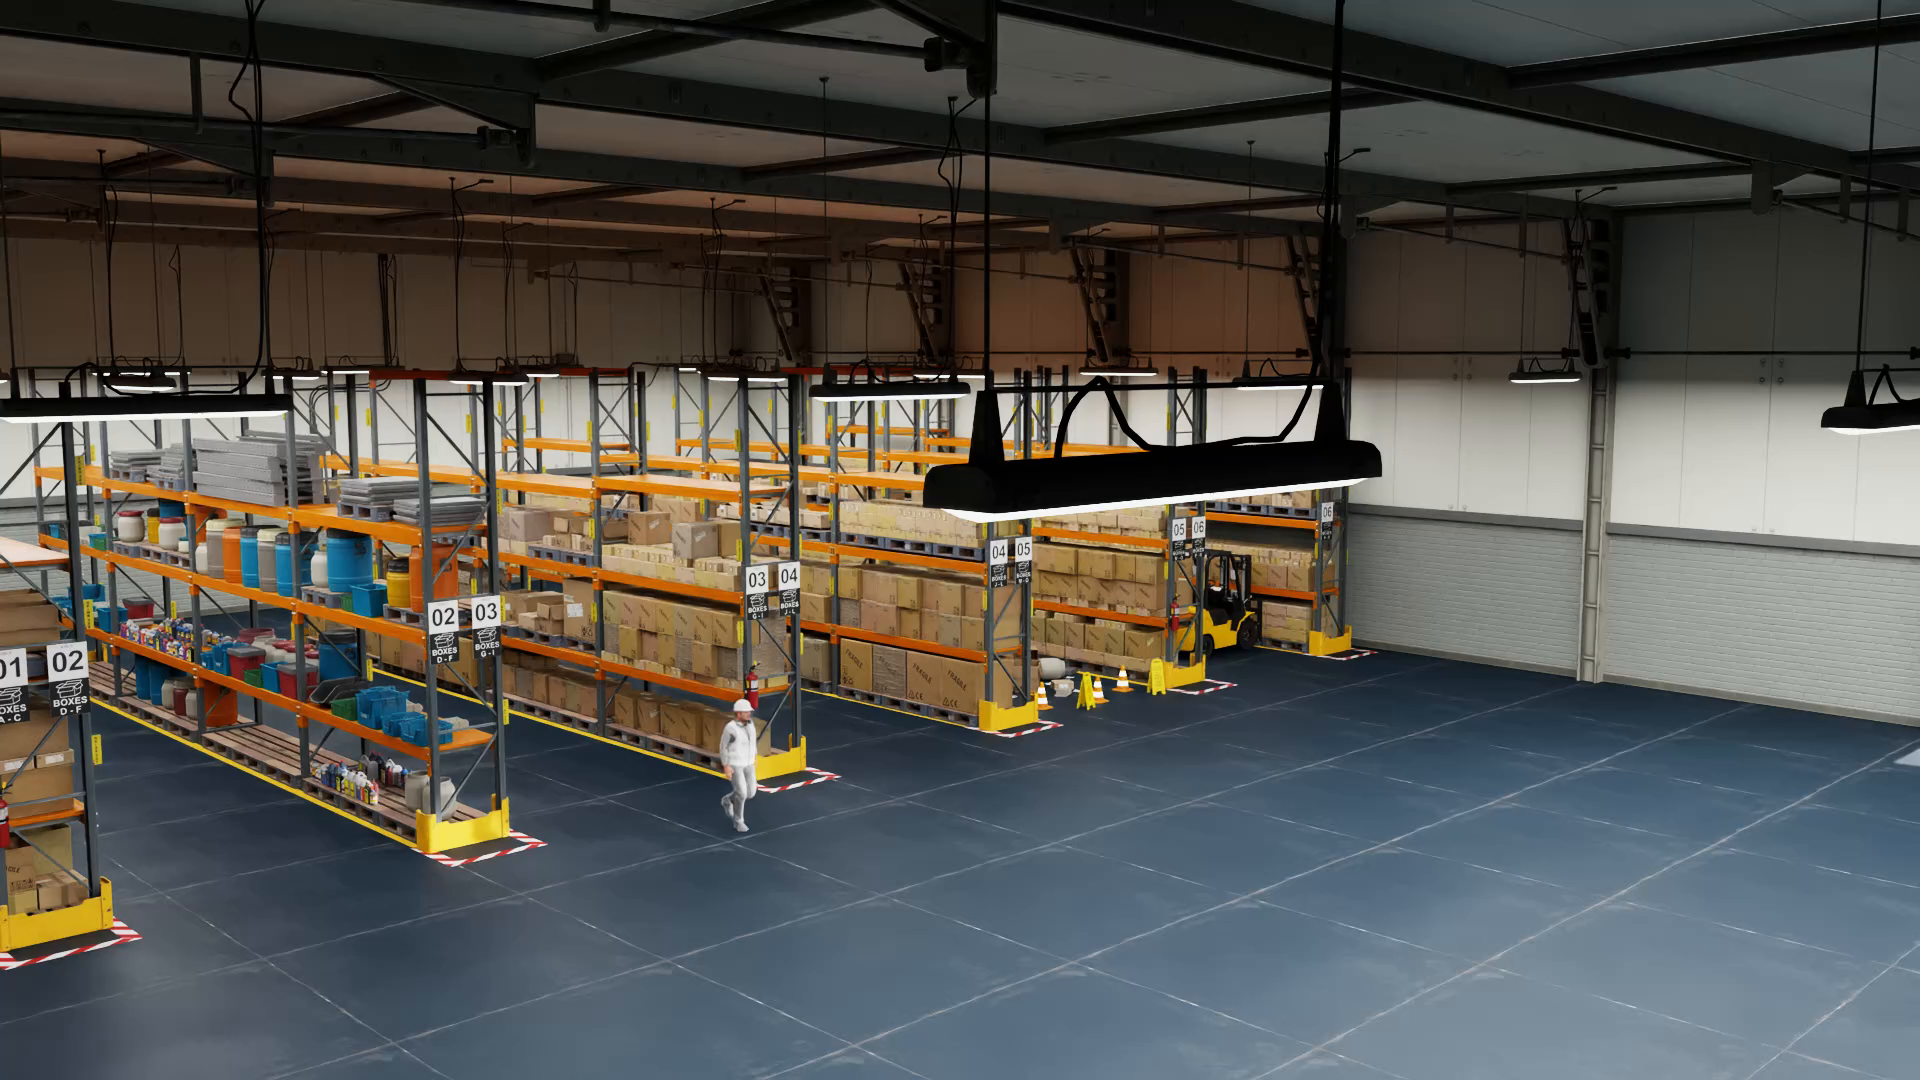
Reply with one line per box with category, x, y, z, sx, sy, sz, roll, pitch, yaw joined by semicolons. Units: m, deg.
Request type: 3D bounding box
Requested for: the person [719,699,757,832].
person;-2.994;2.970;22.183;0.632;1.756;0.624;5;8;36
